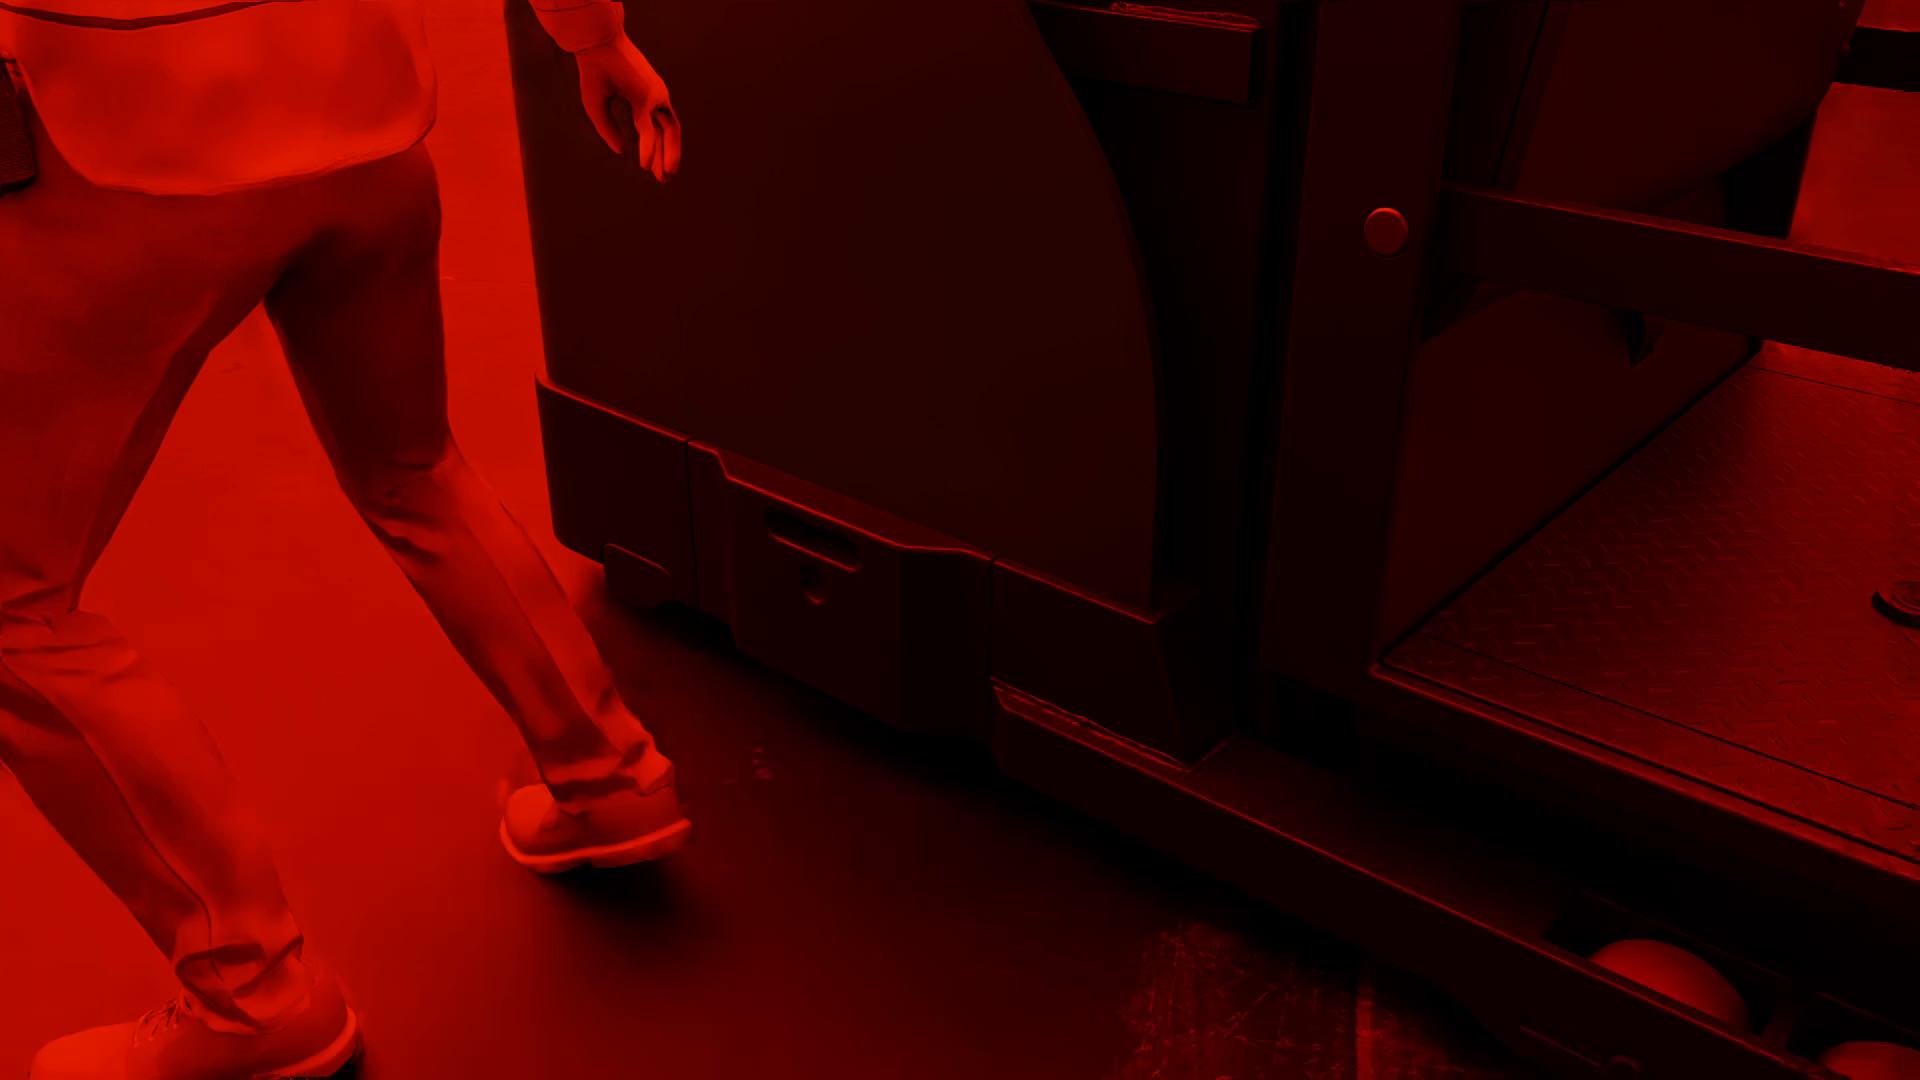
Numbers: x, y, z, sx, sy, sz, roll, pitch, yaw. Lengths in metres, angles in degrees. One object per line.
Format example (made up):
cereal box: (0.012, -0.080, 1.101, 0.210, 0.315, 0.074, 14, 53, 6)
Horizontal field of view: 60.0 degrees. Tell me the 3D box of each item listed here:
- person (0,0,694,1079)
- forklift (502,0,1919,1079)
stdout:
person: (-0.542, -0.319, 1.386, 0.434, 1.600, 0.799, 17, 31, 30)
forklift: (0.866, -0.998, 1.224, 3.031, 2.935, 1.130, 21, 34, 36)
